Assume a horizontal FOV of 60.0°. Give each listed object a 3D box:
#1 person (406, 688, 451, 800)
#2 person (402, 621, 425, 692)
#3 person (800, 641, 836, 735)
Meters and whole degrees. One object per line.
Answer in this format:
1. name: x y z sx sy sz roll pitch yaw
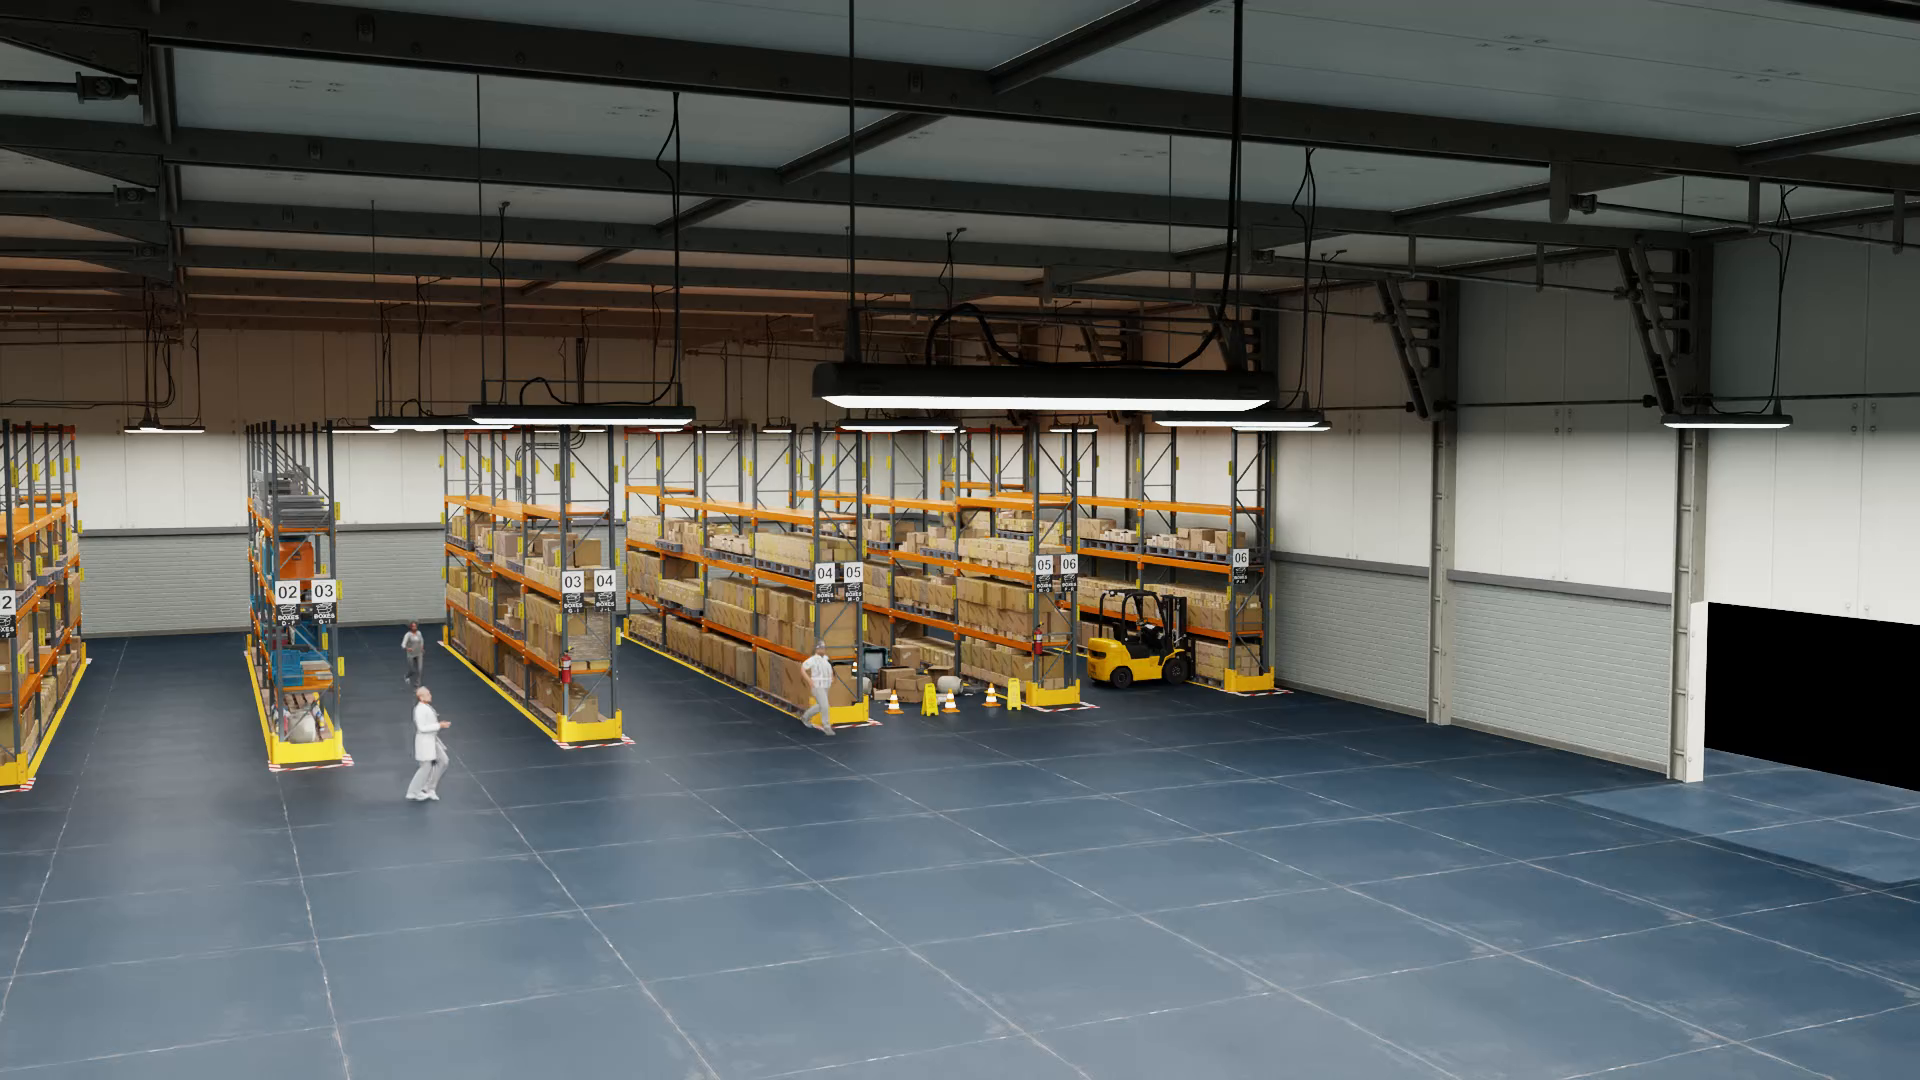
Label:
1. person: -8.321 3.216 26.079 0.734 1.805 0.684 0 4 -3
2. person: -12.235 2.612 37.254 0.538 1.596 0.812 -3 5 -38
3. person: -2.700 2.842 32.127 0.885 1.808 0.700 2 4 28
